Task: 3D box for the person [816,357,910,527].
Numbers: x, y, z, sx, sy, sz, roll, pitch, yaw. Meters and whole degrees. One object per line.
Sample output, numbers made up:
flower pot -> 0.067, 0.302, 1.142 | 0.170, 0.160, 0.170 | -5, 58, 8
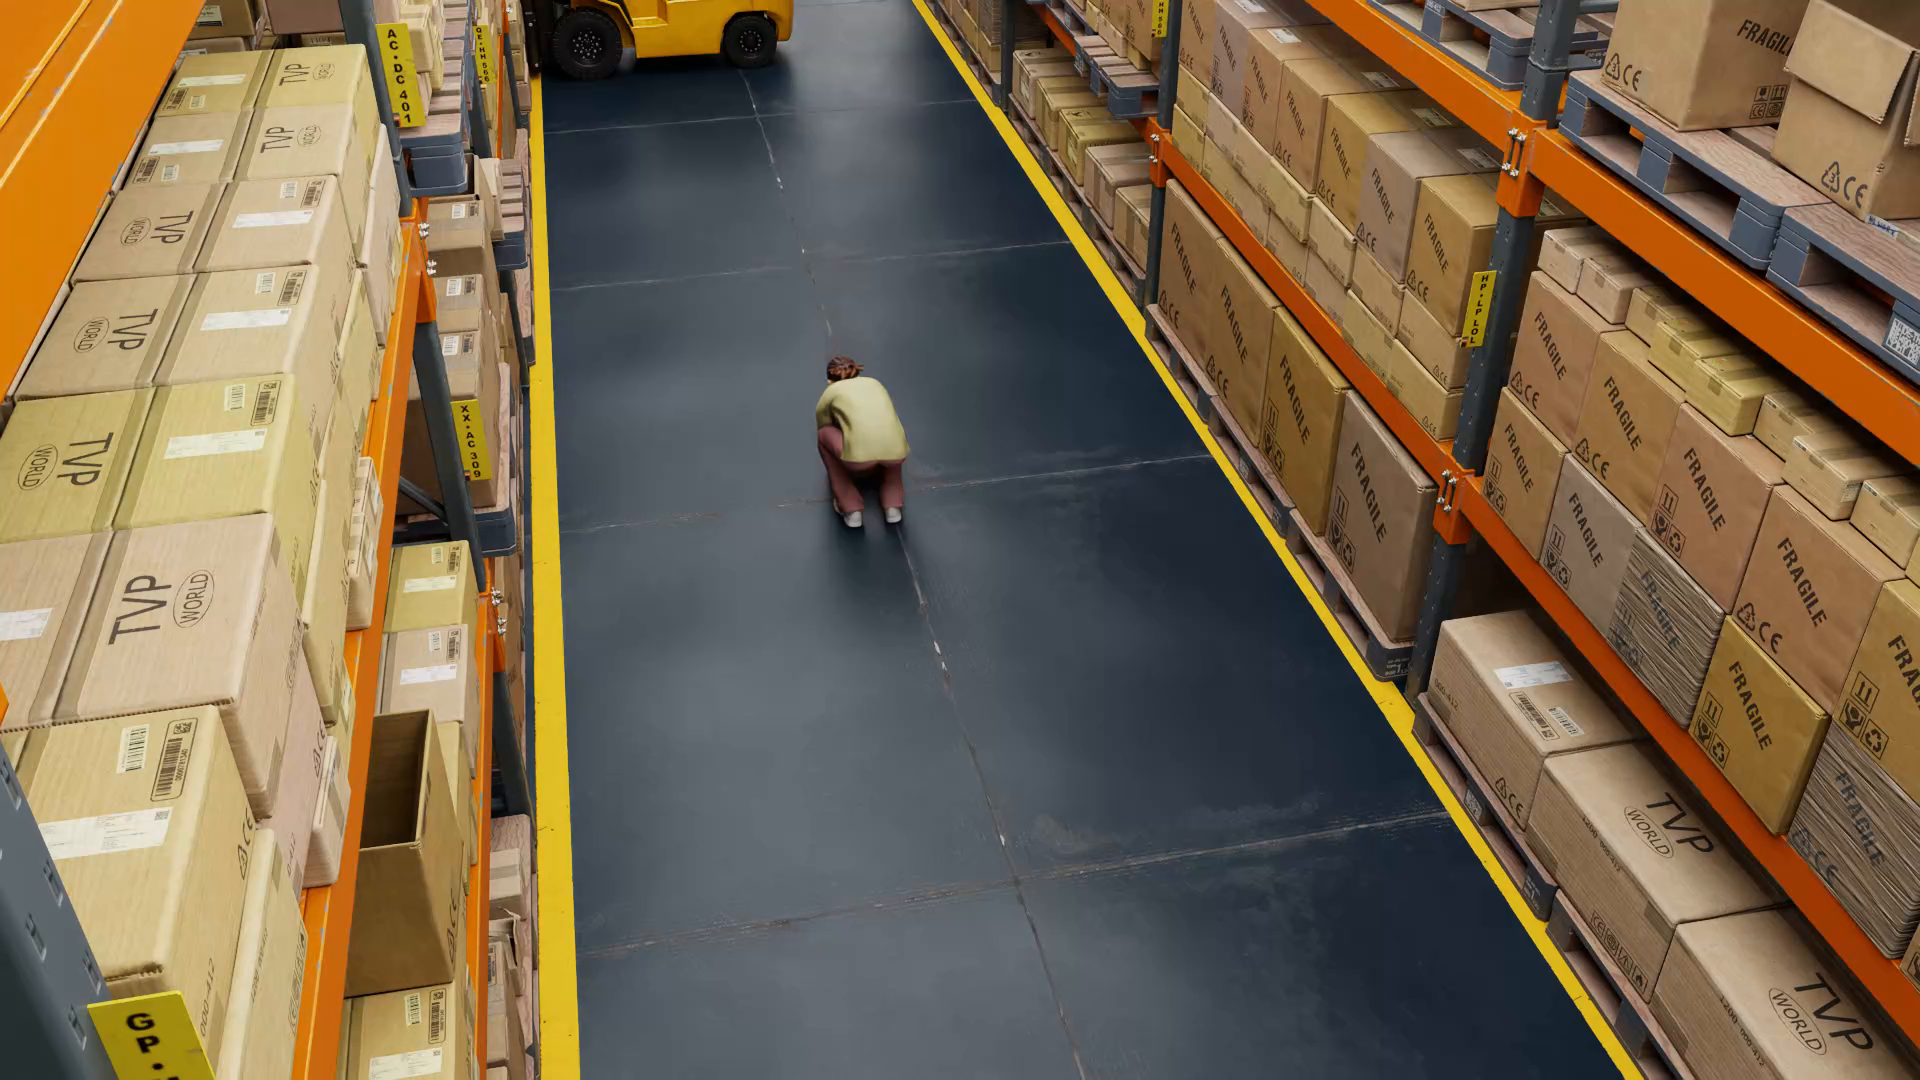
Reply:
person -> -0.533, -0.537, 8.977 | 0.457, 0.756, 0.864 | -8, 35, -12
